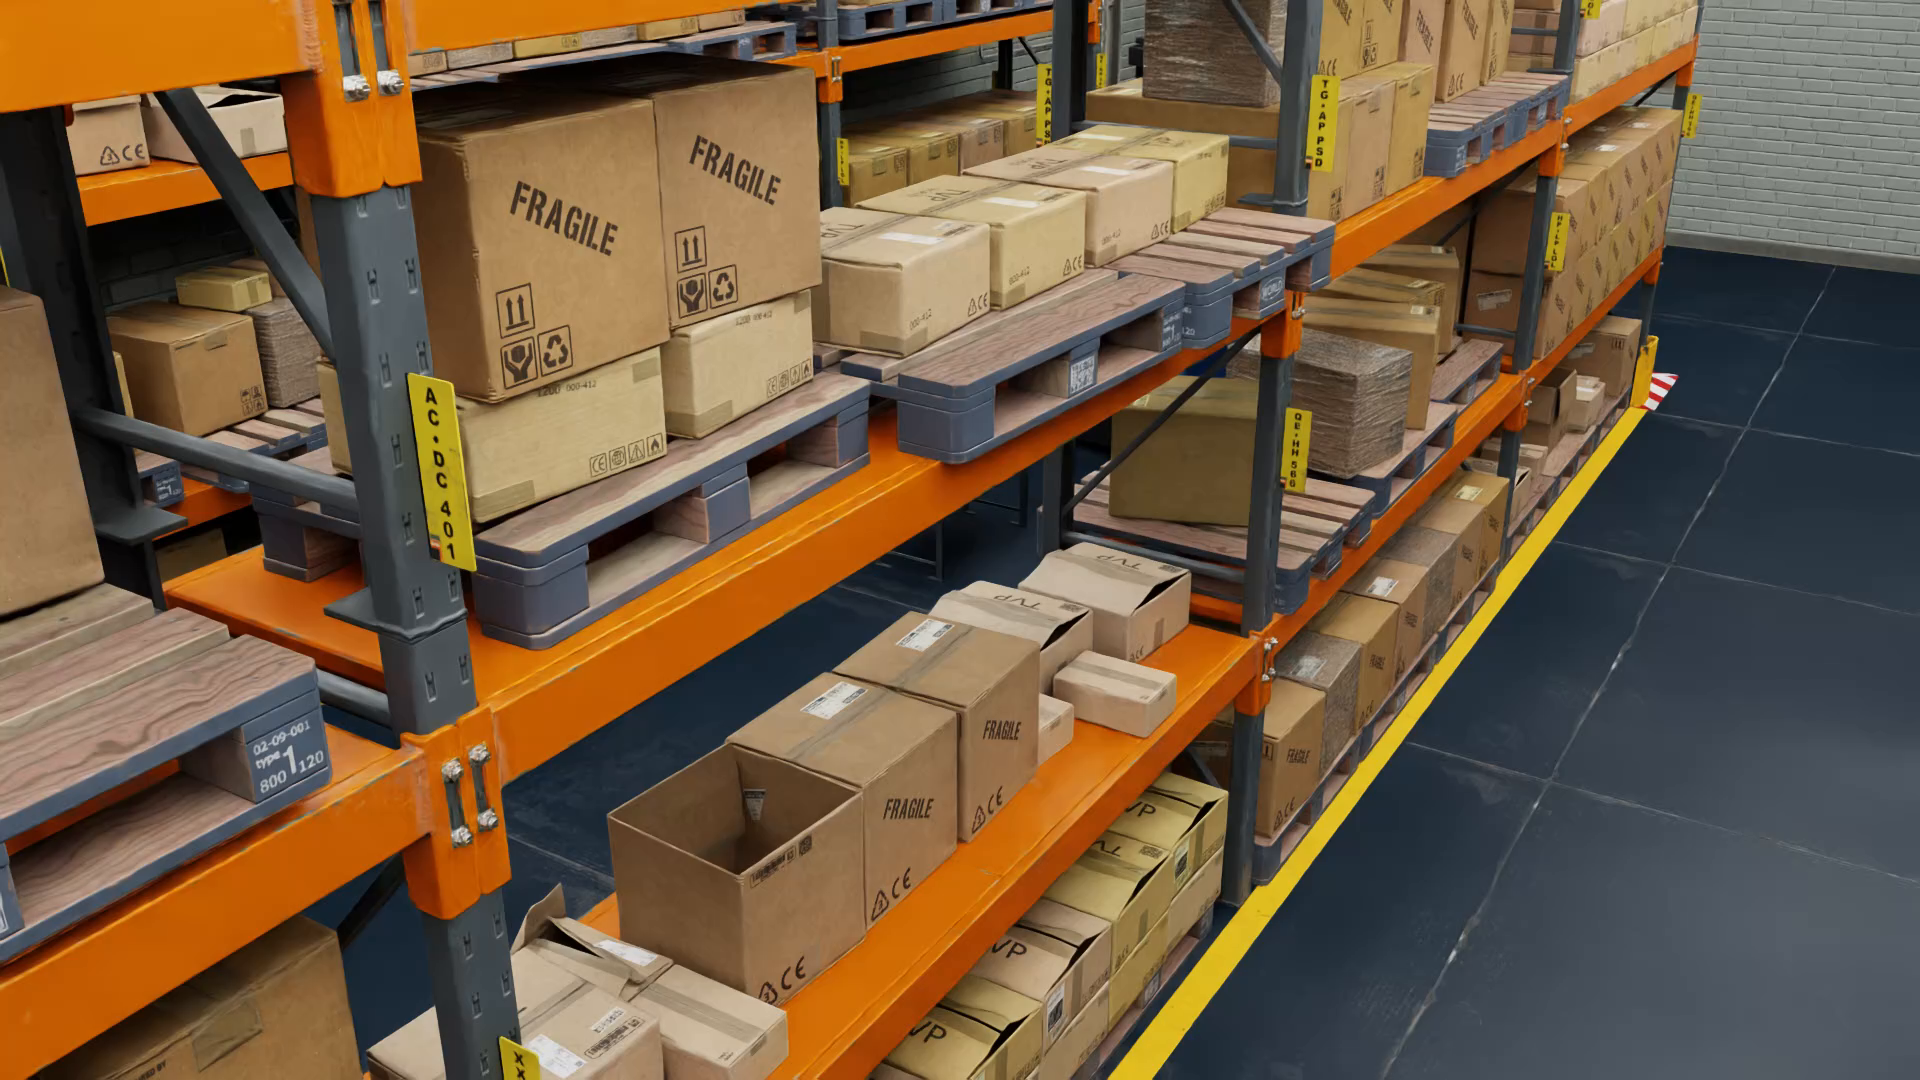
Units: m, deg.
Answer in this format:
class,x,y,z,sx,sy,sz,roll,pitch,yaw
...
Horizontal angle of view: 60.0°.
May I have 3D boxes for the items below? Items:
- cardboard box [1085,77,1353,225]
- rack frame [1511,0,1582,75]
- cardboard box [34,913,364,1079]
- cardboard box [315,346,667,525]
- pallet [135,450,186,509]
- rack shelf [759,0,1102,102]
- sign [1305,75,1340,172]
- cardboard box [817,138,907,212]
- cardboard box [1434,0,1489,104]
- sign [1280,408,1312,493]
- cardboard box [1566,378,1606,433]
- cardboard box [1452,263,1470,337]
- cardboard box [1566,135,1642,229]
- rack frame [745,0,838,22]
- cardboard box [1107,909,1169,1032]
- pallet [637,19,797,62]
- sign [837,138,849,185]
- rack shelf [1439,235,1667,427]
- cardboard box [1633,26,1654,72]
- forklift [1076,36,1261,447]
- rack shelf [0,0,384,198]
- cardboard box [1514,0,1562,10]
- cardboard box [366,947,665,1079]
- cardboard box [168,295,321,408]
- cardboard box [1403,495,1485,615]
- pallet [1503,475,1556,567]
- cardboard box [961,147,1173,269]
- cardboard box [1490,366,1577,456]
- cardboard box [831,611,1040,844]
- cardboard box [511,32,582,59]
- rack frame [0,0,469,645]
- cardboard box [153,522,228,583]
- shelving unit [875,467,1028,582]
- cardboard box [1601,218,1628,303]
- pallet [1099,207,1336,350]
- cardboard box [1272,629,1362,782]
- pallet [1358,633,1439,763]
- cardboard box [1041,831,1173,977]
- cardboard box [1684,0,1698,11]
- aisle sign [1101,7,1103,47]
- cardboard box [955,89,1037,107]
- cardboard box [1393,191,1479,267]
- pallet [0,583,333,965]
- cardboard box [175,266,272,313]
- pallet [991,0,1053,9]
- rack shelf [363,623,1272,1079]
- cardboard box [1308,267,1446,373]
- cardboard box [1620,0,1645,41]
class,x,y,z,sx,sy,sz,roll,pitch,yaw
cardboard box,1.000,-1.500,6.537,0.910,0.500,0.500,14,27,29
rack frame,2.909,-4.026,8.723,1.000,3.000,0.127,14,27,29
cardboard box,-1.540,0.937,3.051,0.700,0.500,0.500,14,27,29
cardboard box,-0.978,-0.279,3.504,0.500,0.250,0.500,17,29,34
pallet,-4.421,-0.195,7.666,1.003,0.211,1.213,14,27,29
rack shelf,-0.247,-4.031,13.416,1.077,0.370,4.000,14,27,29
sign,1.266,-1.454,5.807,0.100,0.325,0.005,14,27,29
cardboard box,-1.002,-2.627,12.665,0.980,0.700,0.700,14,27,30
cardboard box,2.247,-2.549,8.307,0.600,0.600,0.600,14,27,28
sign,1.272,-0.339,6.300,0.100,0.325,0.005,14,27,29
cardboard box,4.414,-1.014,12.223,0.500,0.250,0.500,14,27,29
cardboard box,2.954,-1.541,10.409,0.500,0.500,0.500,14,27,30
cardboard box,4.211,-2.400,11.134,0.500,0.500,0.500,15,27,31
rack frame,-1.302,-5.063,11.118,1.000,3.000,0.127,14,27,29
cardboard box,0.459,1.550,6.327,0.500,0.250,0.500,14,27,28
pallet,-1.744,-3.279,11.014,0.805,0.209,1.217,13,26,27
sign,-0.836,-2.694,11.841,0.100,0.325,0.005,14,27,29
rack shelf,3.964,-1.618,11.617,1.077,0.370,4.000,14,27,29
cardboard box,4.168,-3.199,10.777,0.500,0.250,0.500,14,27,29
forklift,2.009,-2.439,12.696,1.130,2.935,3.031,16,28,33
rack shelf,-2.366,-0.137,1.149,1.077,0.370,4.000,14,27,29
cardboard box,3.133,-3.326,9.498,0.700,0.500,0.500,14,27,29
cardboard box,-1.089,1.321,4.113,0.500,0.250,0.500,16,28,32
cardboard box,-3.651,-1.047,8.713,0.700,0.500,0.500,11,26,23
cardboard box,2.624,0.064,9.419,0.500,0.500,0.500,14,27,29
pallet,3.272,-0.225,11.004,1.003,0.211,1.213,14,27,29
cardboard box,0.346,-1.078,5.348,0.500,0.250,0.500,15,27,30
cardboard box,3.895,-0.965,11.791,0.797,0.503,0.637,14,27,29
cardboard box,-0.073,0.601,5.460,0.500,0.500,0.500,12,26,26
cardboard box,-2.667,-3.134,9.758,0.700,0.500,0.500,15,28,32
rack frame,-1.311,-1.326,2.486,1.000,3.000,0.127,14,27,29
cardboard box,-4.101,0.074,8.451,0.500,0.250,0.500,14,27,30
shelving unit,-0.045,-0.659,10.386,0.538,1.500,1.048,14,27,29
cardboard box,4.209,-1.948,11.347,0.500,0.500,0.500,13,27,28
pallet,0.517,-0.965,5.666,1.213,0.211,1.003,15,28,31
cardboard box,1.553,0.751,7.833,0.500,0.500,0.500,13,27,27
pallet,1.869,0.703,8.862,1.003,0.211,1.213,14,27,29
cardboard box,0.463,1.294,6.212,0.500,0.311,0.500,13,27,28
cardboard box,4.964,-3.933,11.844,0.500,0.250,0.500,14,27,29
aisle sign,1.101,-4.814,14.823,0.394,0.787,0.004,14,27,29
cardboard box,0.548,-3.623,14.967,0.980,0.700,0.700,15,28,31
cardboard box,2.955,-2.003,10.216,0.500,0.500,0.500,14,27,29
pallet,-1.739,0.384,2.422,1.003,0.211,1.213,14,27,29
cardboard box,-3.725,-1.271,8.414,0.380,0.149,0.250,9,25,20
pallet,0.426,-4.743,14.267,1.003,0.211,1.213,14,27,29
rack shelf,-0.256,1.082,5.380,1.077,0.370,4.000,14,27,29
cardboard box,2.160,-1.153,8.984,0.700,0.500,0.500,19,30,37
cardboard box,3.912,-3.258,10.283,0.500,0.250,0.500,14,27,29
